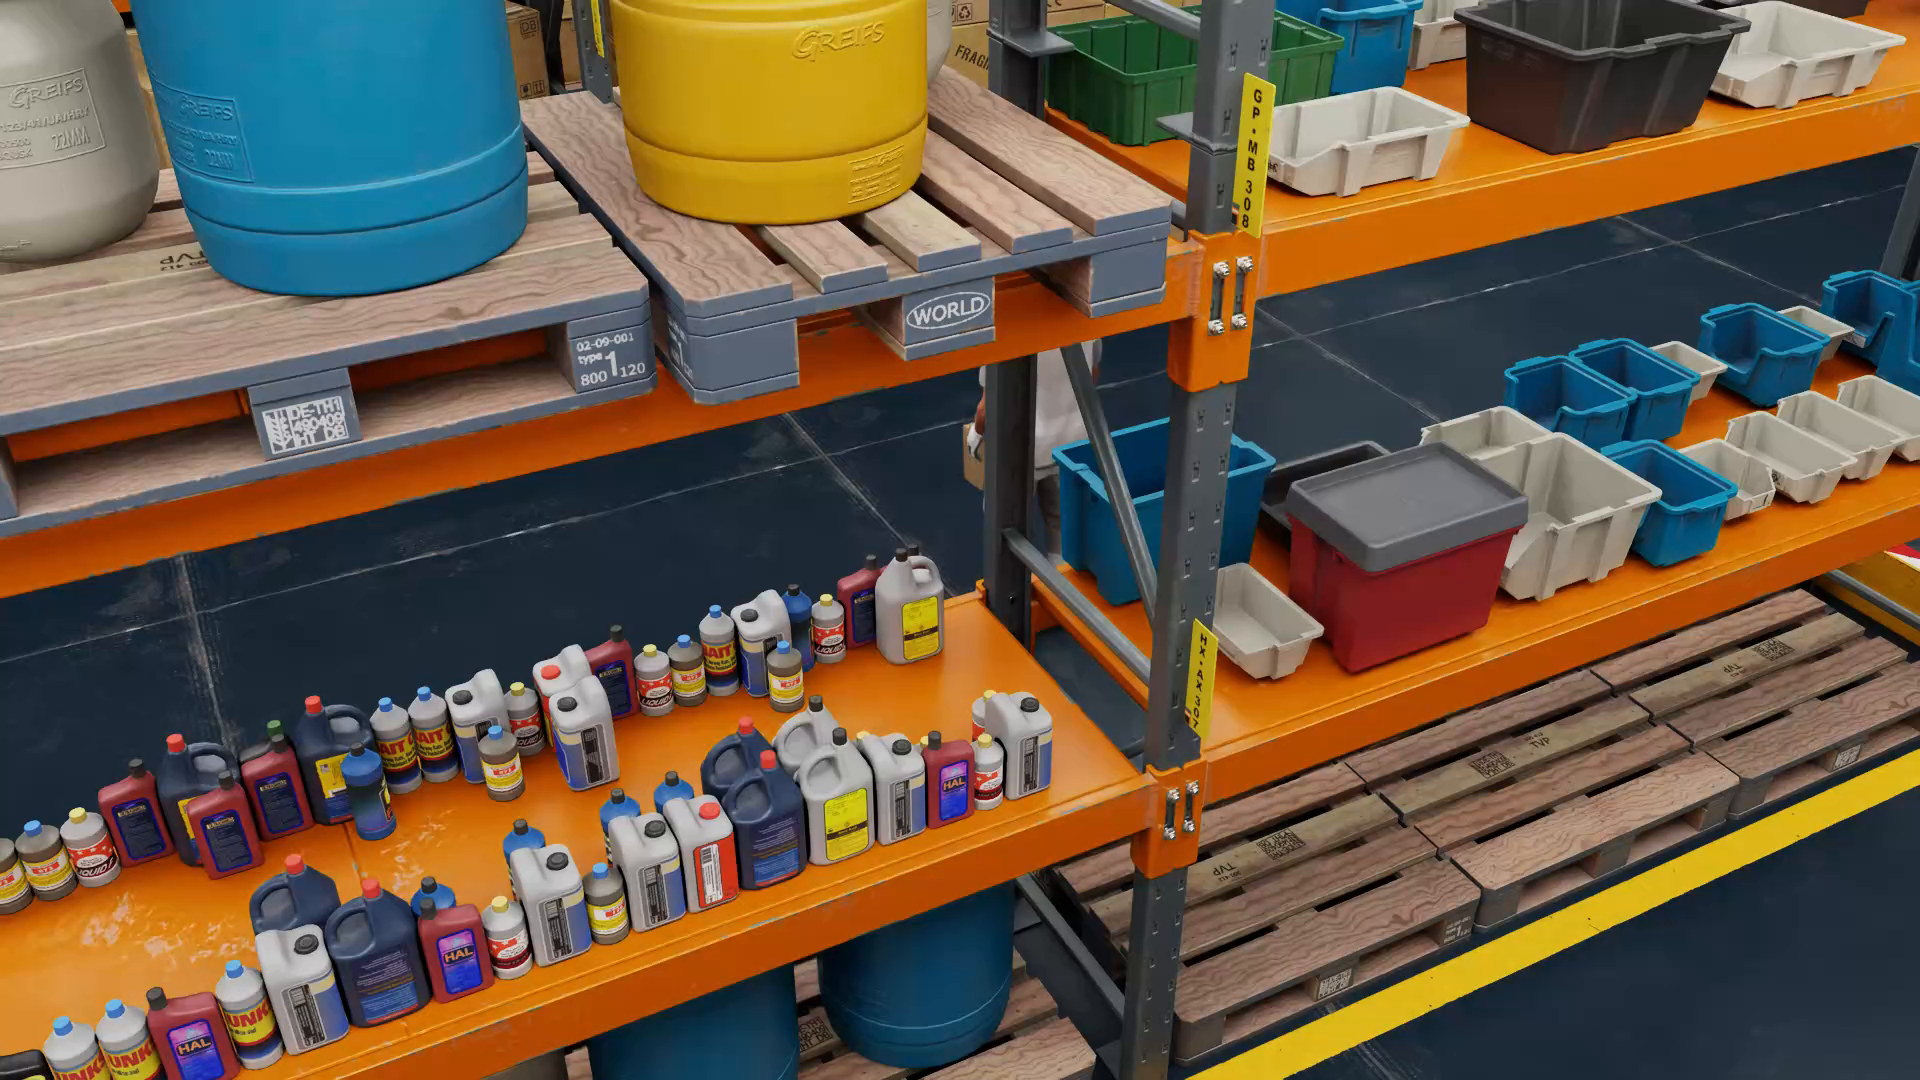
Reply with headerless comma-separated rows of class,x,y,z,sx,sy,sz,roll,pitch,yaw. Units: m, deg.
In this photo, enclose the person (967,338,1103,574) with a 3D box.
person,0.299,-0.400,6.738,0.541,1.789,0.425,-17,36,-24
